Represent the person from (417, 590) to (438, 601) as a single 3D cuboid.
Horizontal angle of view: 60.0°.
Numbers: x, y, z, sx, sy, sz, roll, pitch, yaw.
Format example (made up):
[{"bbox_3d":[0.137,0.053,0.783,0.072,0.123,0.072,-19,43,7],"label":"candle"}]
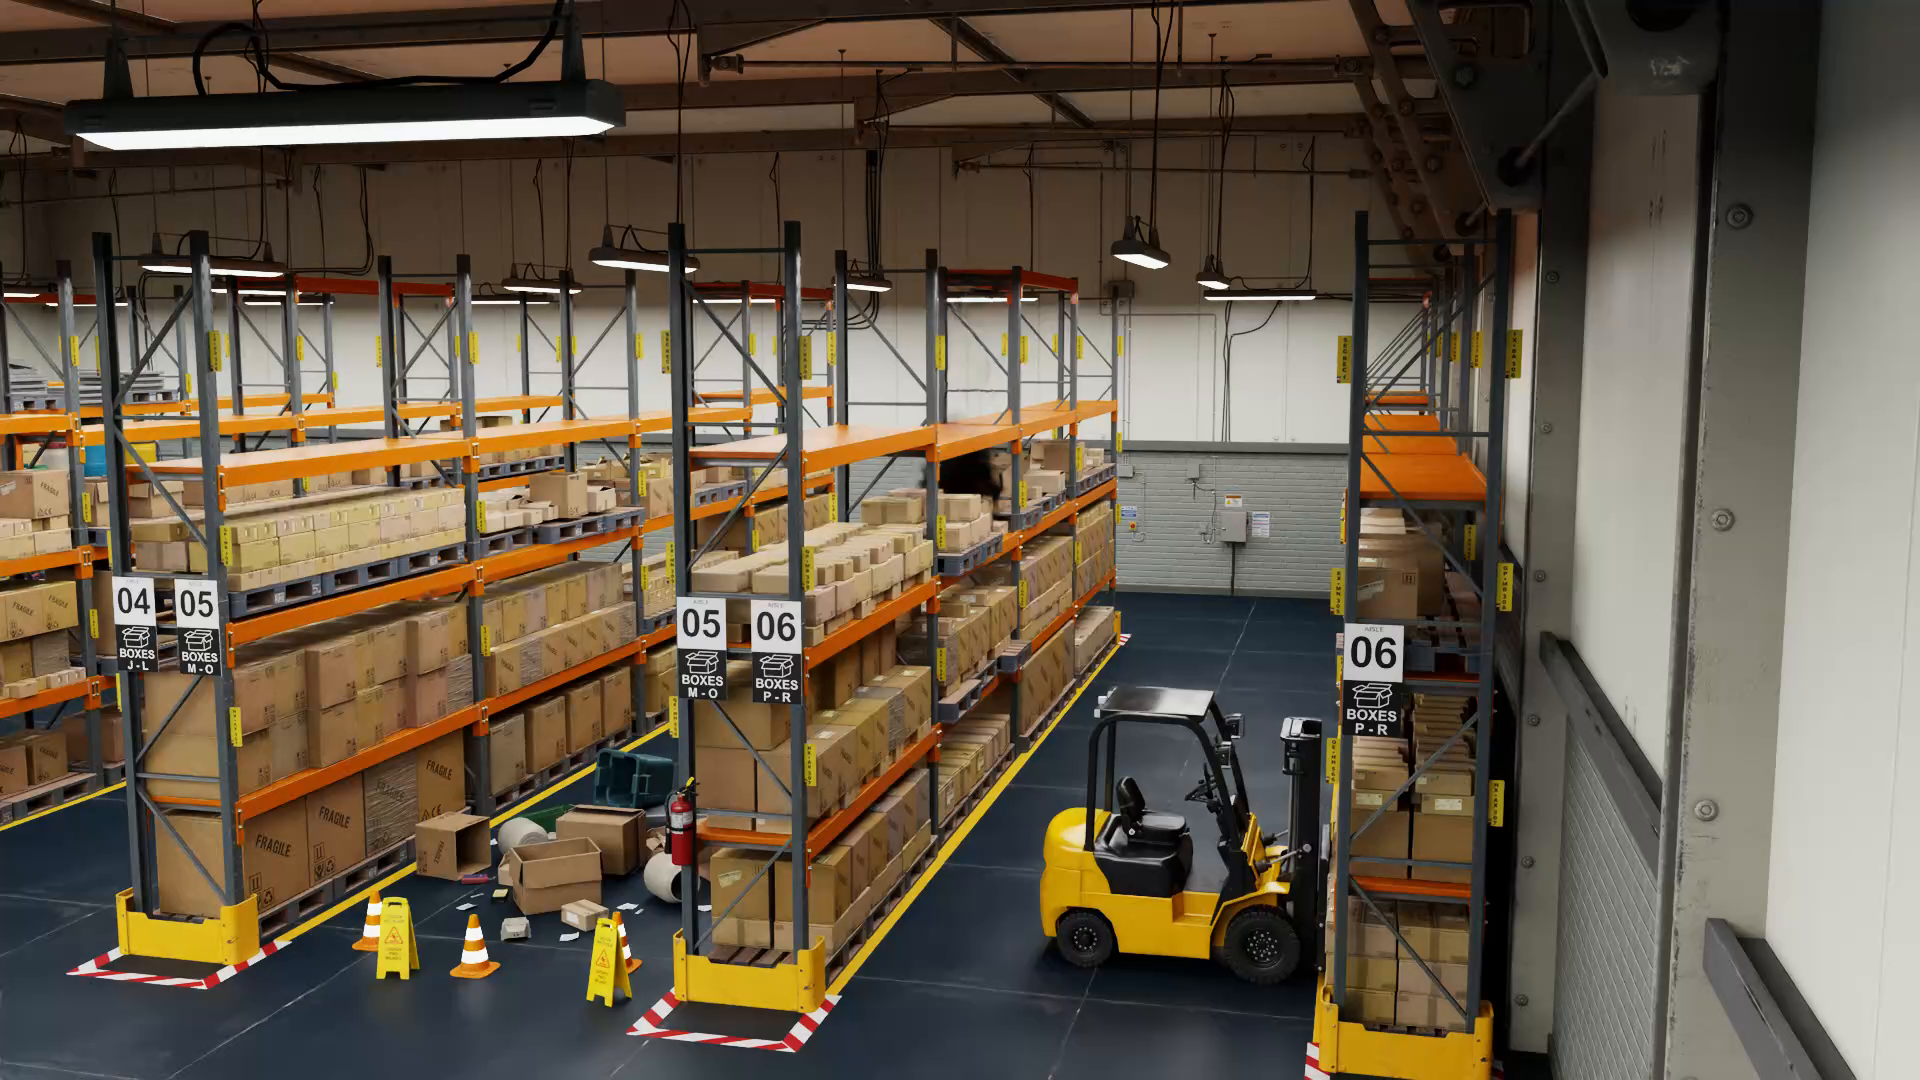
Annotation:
[{"bbox_3d":[-7.375,1.458,23.217,0.608,1.833,0.855,2,7,14],"label":"person"}]
